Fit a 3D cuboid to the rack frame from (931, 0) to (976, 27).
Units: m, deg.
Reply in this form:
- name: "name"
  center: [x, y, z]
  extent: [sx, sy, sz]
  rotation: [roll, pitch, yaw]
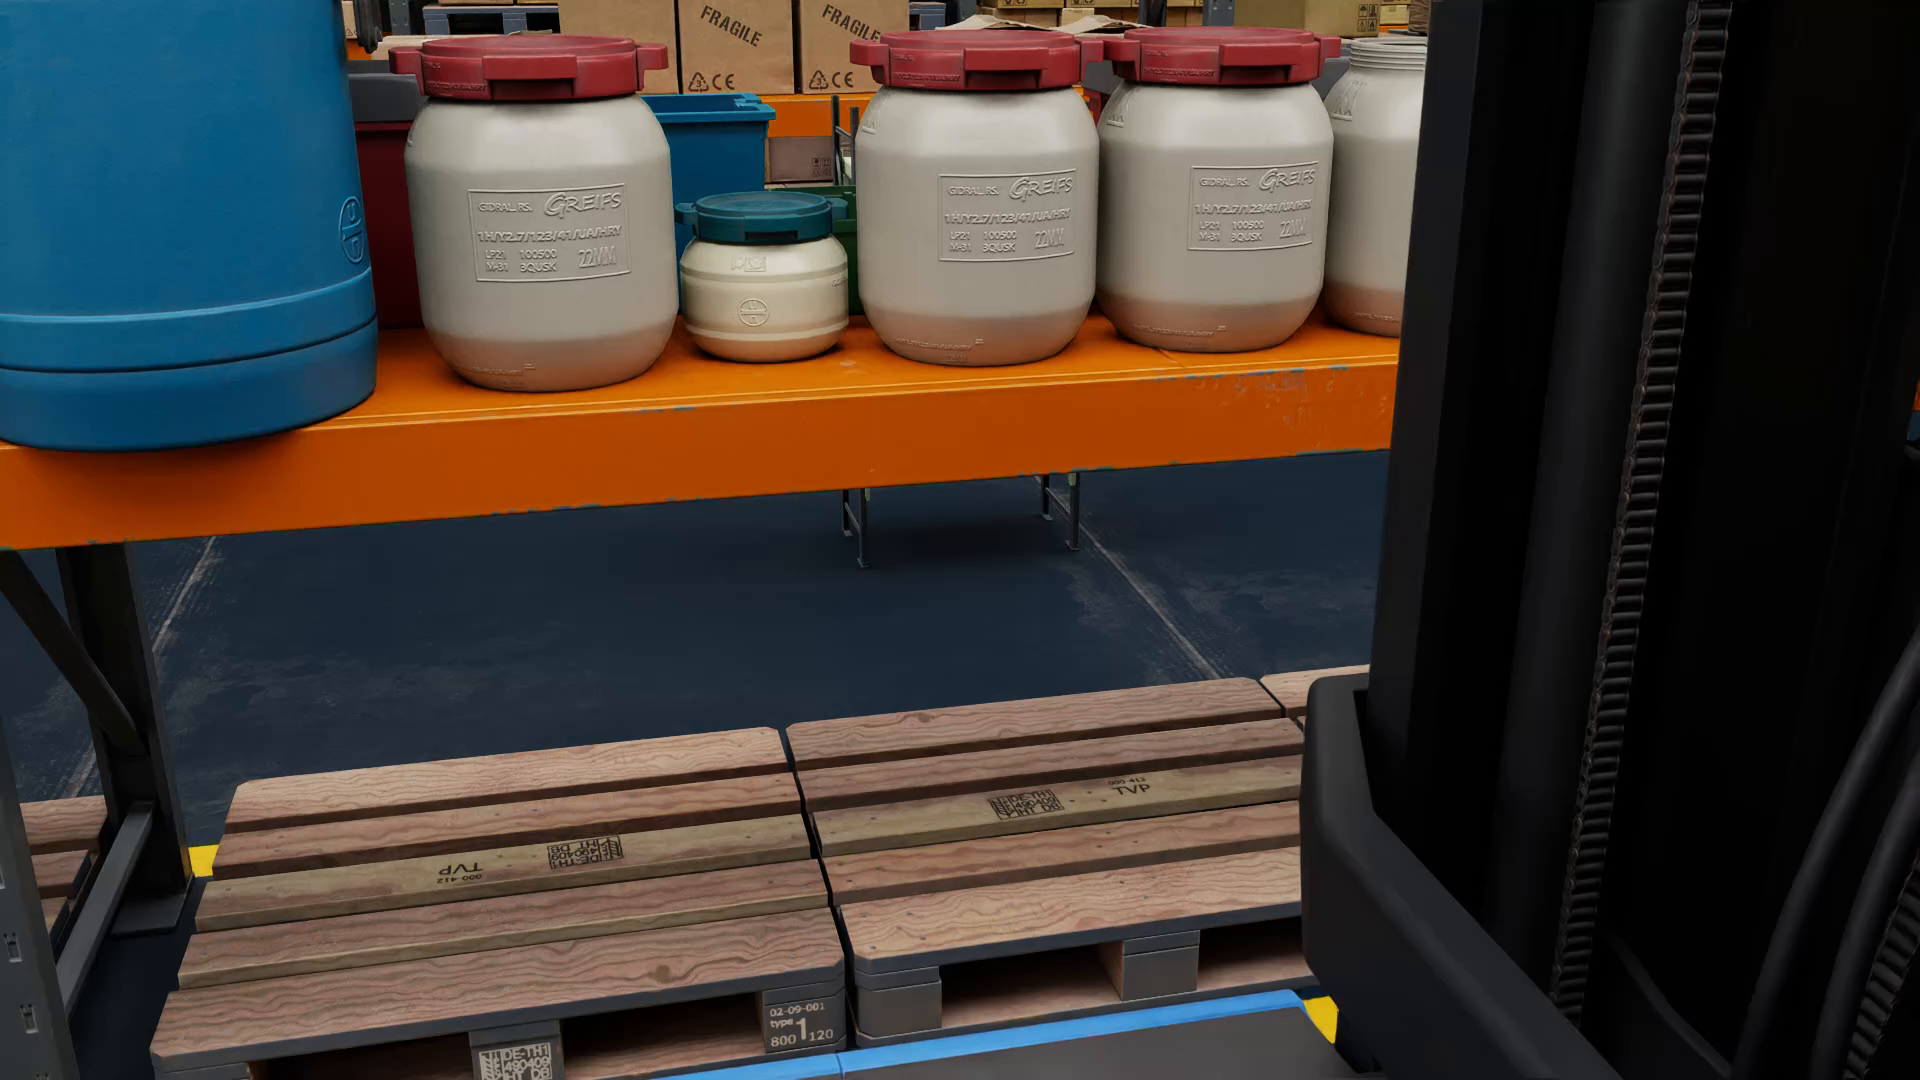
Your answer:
- name: "rack frame"
  center: [-0.053, -4.109, 12.671]
  extent: [0.127, 3.000, 1.000]
  rotation: [-5, 21, -12]

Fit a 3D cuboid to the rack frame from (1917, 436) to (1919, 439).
- name: "rack frame"
  center: [2.226, -0.793, 3.618]
  extent: [0.127, 3.000, 1.000]
  rotation: [-5, 21, -12]

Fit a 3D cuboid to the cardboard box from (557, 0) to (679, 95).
- name: "cardboard box"
  center: [-1.539, -2.278, 7.528]
  extent: [0.500, 0.500, 0.500]
  rotation: [-3, 20, -9]

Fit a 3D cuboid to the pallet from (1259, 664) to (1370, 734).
- name: "pallet"
  center: [1.464, 0.565, 3.966]
  extent: [1.213, 0.211, 1.003]
  rotation: [-5, 21, -12]

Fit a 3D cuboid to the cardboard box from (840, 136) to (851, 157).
- name: "cardboard box"
  center: [-0.742, -3.067, 12.822]
  extent: [0.500, 0.500, 0.700]
  rotation: [-4, 21, -12]

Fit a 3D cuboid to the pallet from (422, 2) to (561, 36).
- name: "pallet"
  center: [-3.169, -3.714, 11.872]
  extent: [1.213, 0.211, 1.003]
  rotation: [-5, 21, -12]

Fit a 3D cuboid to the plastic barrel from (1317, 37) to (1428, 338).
- name: "plastic barrel"
  center: [0.865, -0.659, 3.090]
  extent: [0.421, 0.512, 0.421]
  rotation: [0, 20, 0]

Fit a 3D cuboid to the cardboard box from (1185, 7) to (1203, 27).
- name: "cardboard box"
  center: [1.811, -4.074, 12.911]
  extent: [0.250, 0.149, 0.380]
  rotation: [-5, 21, -12]

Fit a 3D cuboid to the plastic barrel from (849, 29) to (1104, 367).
- name: "plastic barrel"
  center: [0.029, -0.600, 2.895]
  extent: [0.433, 0.535, 0.433]
  rotation: [0, 20, 0]

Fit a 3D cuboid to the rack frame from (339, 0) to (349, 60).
- name: "rack frame"
  center: [-2.802, -2.135, 7.281]
  extent: [0.127, 3.000, 1.000]
  rotation: [-5, 21, -12]

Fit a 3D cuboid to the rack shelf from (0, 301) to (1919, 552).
- name: "rack shelf"
  center: [0.280, -0.297, 3.309]
  extent: [4.000, 0.370, 1.077]
  rotation: [-5, 21, -12]

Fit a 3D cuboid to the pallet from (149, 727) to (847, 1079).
- name: "pallet"
  center: [-0.911, 0.758, 3.438]
  extent: [1.213, 0.211, 1.003]
  rotation: [-5, 21, -12]

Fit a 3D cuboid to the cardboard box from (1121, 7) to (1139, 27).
- name: "cardboard box"
  center: [1.313, -4.043, 12.828]
  extent: [0.250, 0.149, 0.380]
  rotation: [-4, 21, -11]

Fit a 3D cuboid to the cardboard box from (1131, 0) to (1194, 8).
- name: "cardboard box"
  center: [1.473, -4.335, 12.681]
  extent: [0.500, 0.500, 0.500]
  rotation: [-5, 21, -13]

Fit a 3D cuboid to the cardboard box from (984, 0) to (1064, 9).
- name: "cardboard box"
  center: [0.478, -4.258, 12.470]
  extent: [0.500, 0.500, 0.500]
  rotation: [-4, 21, -11]

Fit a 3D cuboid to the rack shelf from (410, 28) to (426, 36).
- name: "rack shelf"
  center: [-2.000, -3.613, 12.362]
  extent: [4.000, 0.370, 1.077]
  rotation: [-5, 21, -12]

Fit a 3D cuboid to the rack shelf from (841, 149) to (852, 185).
- name: "rack shelf"
  center: [-0.006, -1.070, 5.421]
  extent: [0.720, 0.370, 0.431]
  rotation: [-5, 21, -12]

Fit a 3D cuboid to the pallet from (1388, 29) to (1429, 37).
- name: "pallet"
  center: [2.982, -2.516, 8.602]
  extent: [1.213, 0.211, 1.003]
  rotation: [-5, 21, -12]

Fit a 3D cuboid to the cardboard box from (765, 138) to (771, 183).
- name: "cardboard box"
  center: [-1.747, -3.017, 12.684]
  extent: [0.500, 0.500, 0.700]
  rotation: [-5, 21, -13]

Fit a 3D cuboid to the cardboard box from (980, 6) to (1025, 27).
- name: "cardboard box"
  center: [0.320, -3.949, 12.570]
  extent: [0.250, 0.149, 0.380]
  rotation: [-5, 21, -13]

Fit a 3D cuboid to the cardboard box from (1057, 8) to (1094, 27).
- name: "cardboard box"
  center: [0.846, -3.959, 12.597]
  extent: [0.250, 0.149, 0.380]
  rotation: [-4, 20, -11]

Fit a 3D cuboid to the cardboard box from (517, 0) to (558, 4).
- name: "cardboard box"
  center: [-2.897, -4.117, 11.907]
  extent: [0.500, 0.500, 0.700]
  rotation: [-3, 20, -7]

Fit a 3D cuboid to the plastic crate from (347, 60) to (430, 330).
- name: "plastic crate"
  center: [-1.265, -0.647, 3.127]
  extent: [0.583, 0.464, 0.402]
  rotation: [-5, 21, -12]

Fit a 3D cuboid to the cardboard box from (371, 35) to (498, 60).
- name: "cardboard box"
  center: [-2.333, -2.118, 7.453]
  extent: [0.500, 0.250, 0.500]
  rotation: [-3, 20, -9]

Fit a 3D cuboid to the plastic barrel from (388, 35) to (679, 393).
- name: "plastic barrel"
  center: [-0.685, -0.542, 2.737]
  extent: [0.433, 0.535, 0.433]
  rotation: [0, 20, 0]

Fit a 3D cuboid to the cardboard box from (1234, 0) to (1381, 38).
- name: "cardboard box"
  center: [1.677, -2.783, 8.295]
  extent: [0.500, 0.500, 0.700]
  rotation: [-12, 24, -31]

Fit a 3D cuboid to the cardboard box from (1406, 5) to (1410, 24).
- name: "cardboard box"
  center: [3.576, -4.195, 13.243]
  extent: [0.250, 0.149, 0.380]
  rotation: [-4, 21, -12]

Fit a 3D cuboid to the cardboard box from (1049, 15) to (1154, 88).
- name: "cardboard box"
  center: [0.726, -2.395, 8.122]
  extent: [0.500, 0.311, 0.500]
  rotation: [-3, 20, -9]

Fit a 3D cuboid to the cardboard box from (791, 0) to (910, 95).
- name: "cardboard box"
  center: [-0.539, -2.360, 7.750]
  extent: [0.500, 0.500, 0.500]
  rotation: [-6, 21, -15]

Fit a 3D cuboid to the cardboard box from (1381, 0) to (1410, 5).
- name: "cardboard box"
  center: [3.448, -4.501, 13.133]
  extent: [0.500, 0.500, 0.500]
  rotation: [-5, 21, -13]

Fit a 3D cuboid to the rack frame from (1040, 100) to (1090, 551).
- name: "rack frame"
  center: [0.350, -0.733, 5.634]
  extent: [0.023, 1.500, 0.400]
  rotation: [-5, 21, -12]

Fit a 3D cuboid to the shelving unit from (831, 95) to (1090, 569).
- name: "shelving unit"
  center: [-0.006, -0.704, 5.555]
  extent: [0.755, 1.500, 0.431]
  rotation: [-5, 21, -12]

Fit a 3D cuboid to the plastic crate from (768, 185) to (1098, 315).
- name: "plastic crate"
  center: [-0.036, -0.609, 3.424]
  extent: [0.662, 0.188, 0.450]
  rotation: [-5, 21, -12]

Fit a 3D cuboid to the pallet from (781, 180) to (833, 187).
- name: "pallet"
  center: [-0.814, -2.738, 12.983]
  extent: [1.213, 0.211, 1.003]
  rotation: [-5, 21, -12]
